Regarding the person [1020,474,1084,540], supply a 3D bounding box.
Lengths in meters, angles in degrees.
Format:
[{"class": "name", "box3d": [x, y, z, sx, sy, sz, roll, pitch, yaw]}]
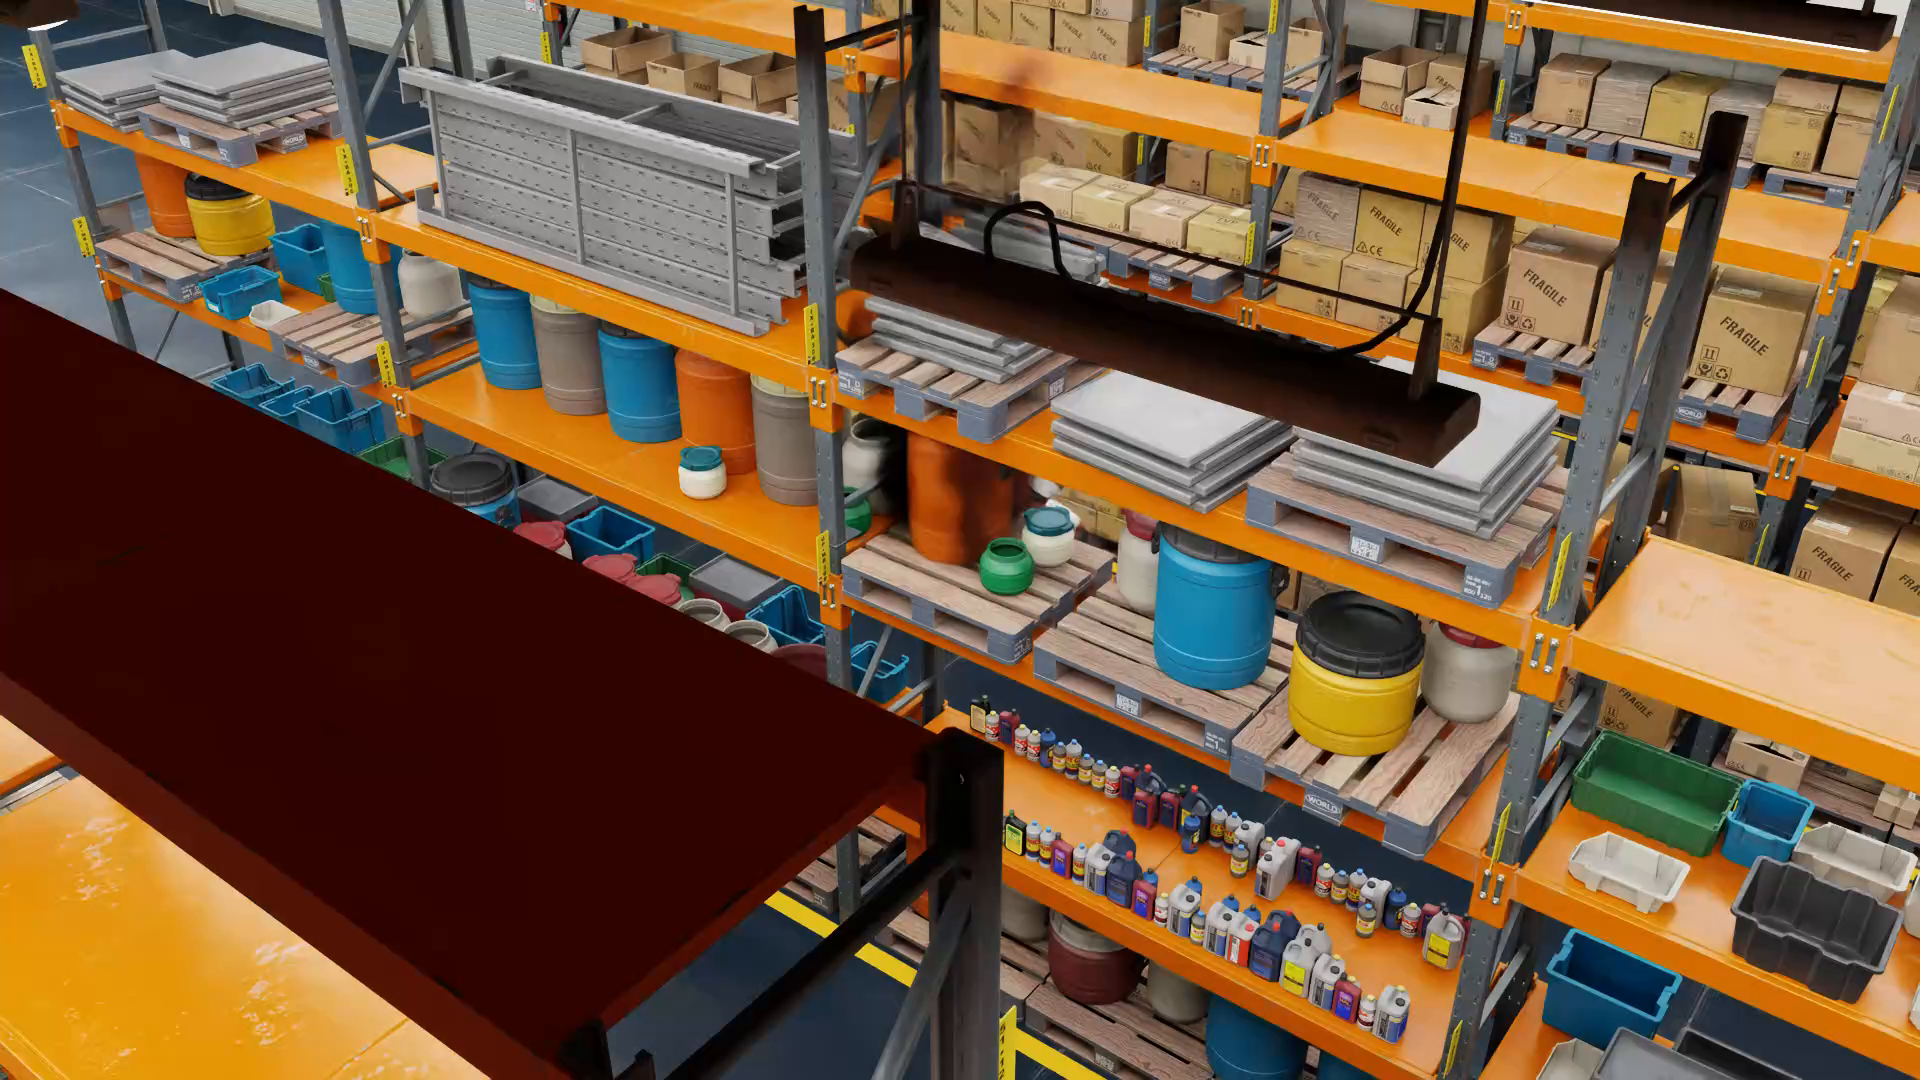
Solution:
[{"class": "person", "box3d": [0.545, 0.321, 12.496, 0.766, 1.855, 0.640, 13, 34, 20]}]
